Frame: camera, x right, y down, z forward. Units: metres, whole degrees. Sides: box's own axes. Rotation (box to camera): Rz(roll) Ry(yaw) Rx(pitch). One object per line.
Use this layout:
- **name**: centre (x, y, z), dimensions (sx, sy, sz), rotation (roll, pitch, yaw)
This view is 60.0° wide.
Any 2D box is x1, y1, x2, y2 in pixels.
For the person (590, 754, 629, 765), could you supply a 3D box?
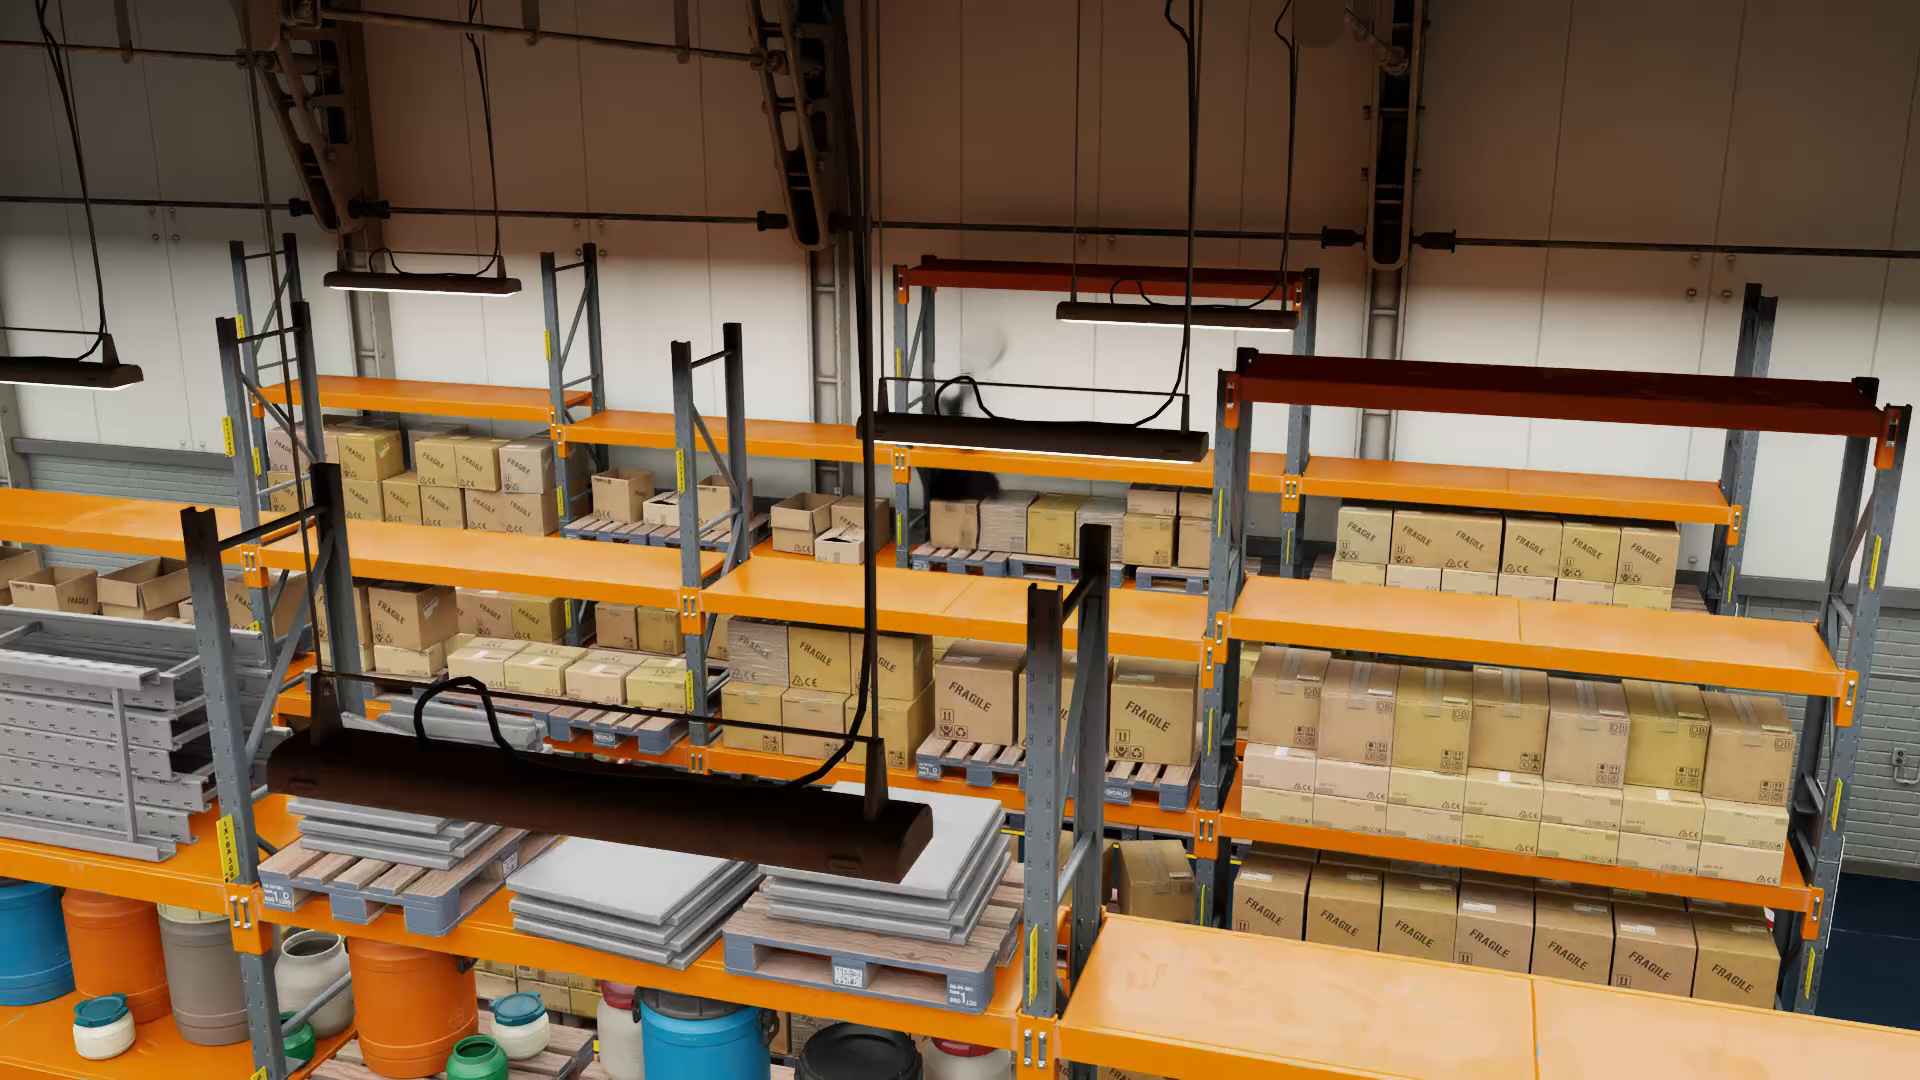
- **person**: centre (-3.455, 2.312, 16.365), dimensions (0.927, 1.789, 0.680), rotation (3, 16, 11)
